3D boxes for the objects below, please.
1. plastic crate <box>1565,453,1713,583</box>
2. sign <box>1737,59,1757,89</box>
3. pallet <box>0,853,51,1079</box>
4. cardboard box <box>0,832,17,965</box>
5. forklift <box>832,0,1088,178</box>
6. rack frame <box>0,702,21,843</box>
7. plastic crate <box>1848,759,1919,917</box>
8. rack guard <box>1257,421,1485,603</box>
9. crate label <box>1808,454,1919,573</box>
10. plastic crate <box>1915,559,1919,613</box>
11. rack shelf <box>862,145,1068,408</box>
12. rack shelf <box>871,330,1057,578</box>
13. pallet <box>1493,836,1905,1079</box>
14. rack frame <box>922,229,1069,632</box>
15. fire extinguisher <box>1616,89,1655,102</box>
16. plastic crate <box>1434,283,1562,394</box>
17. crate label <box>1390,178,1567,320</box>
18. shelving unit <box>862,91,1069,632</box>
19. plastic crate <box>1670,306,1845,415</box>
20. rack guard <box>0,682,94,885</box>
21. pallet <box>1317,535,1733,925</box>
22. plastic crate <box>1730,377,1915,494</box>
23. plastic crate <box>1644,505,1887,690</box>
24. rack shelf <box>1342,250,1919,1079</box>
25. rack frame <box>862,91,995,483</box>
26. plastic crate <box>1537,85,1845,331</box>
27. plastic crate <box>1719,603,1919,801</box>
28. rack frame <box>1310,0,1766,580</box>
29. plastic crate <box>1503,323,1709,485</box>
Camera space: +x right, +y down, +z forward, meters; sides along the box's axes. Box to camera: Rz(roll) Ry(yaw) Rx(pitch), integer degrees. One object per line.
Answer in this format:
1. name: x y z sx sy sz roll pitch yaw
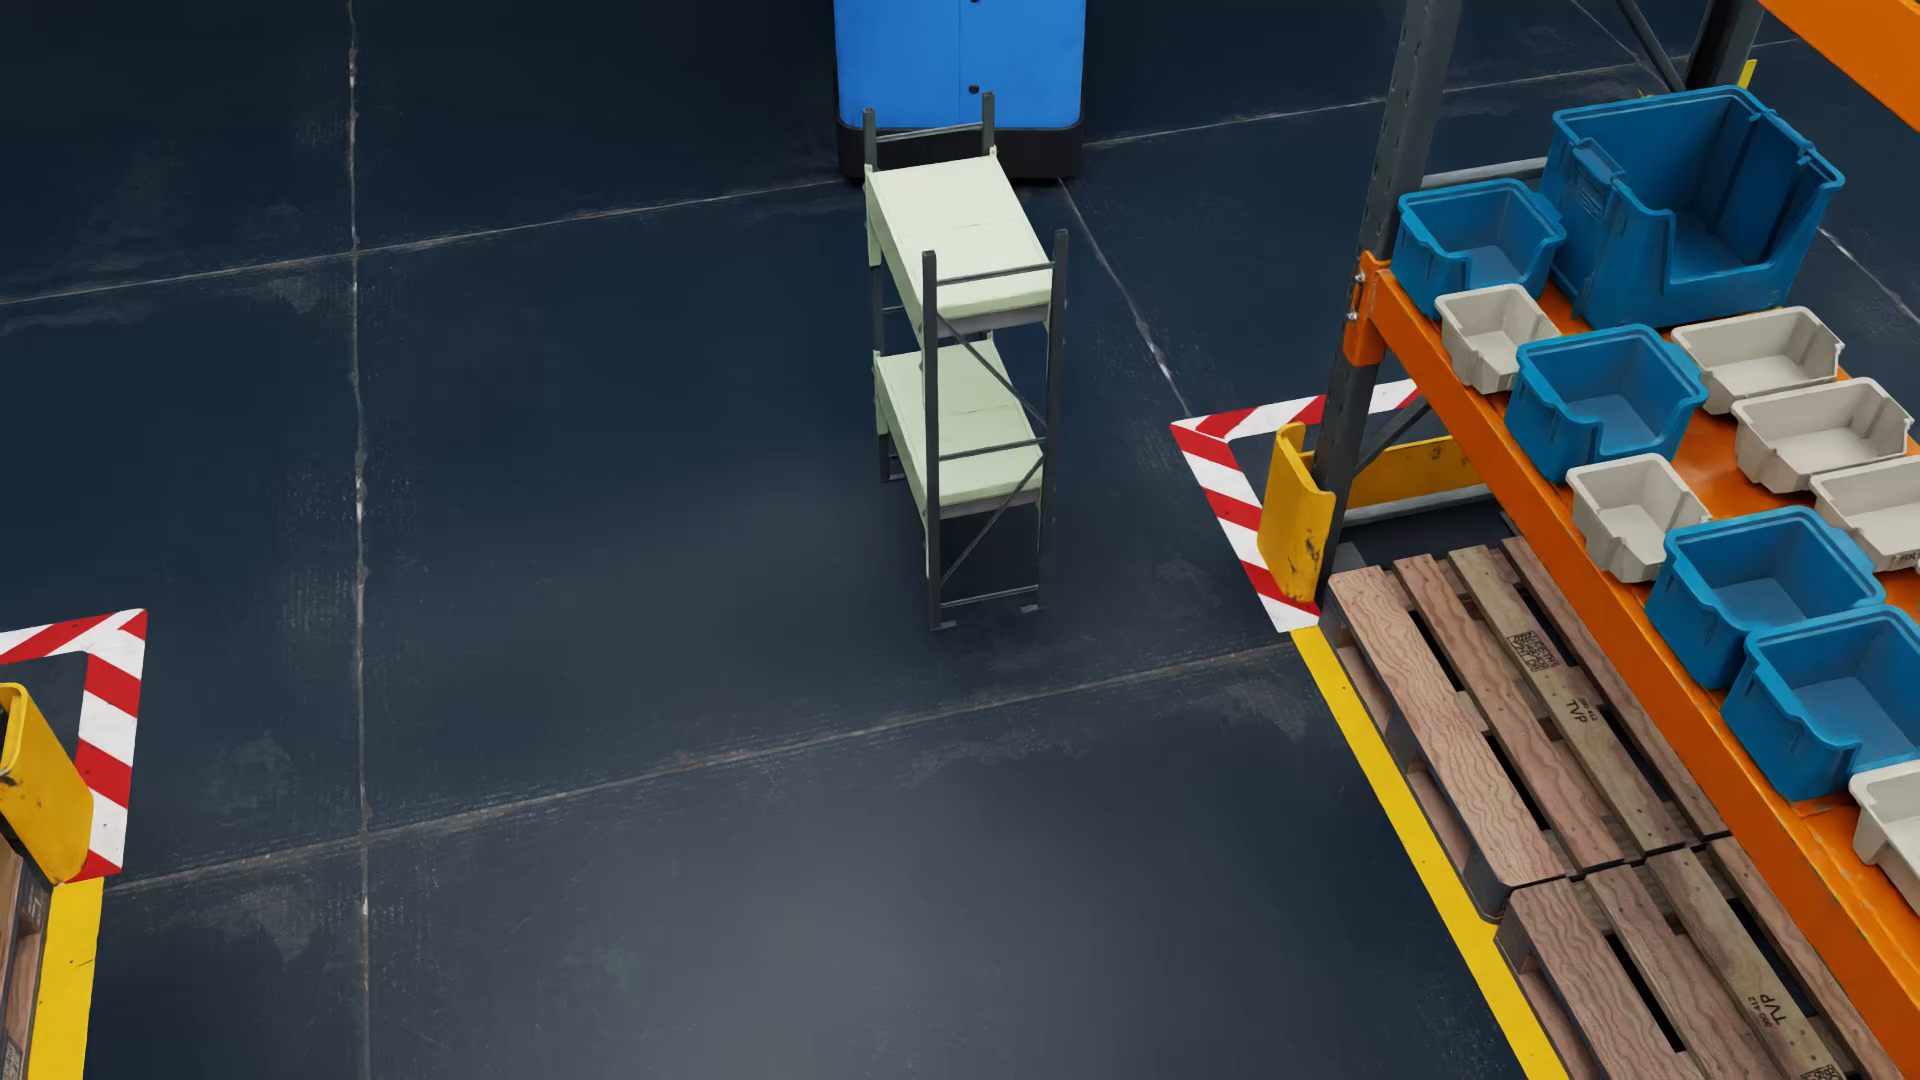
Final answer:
1. plastic crate: 1.557 -0.035 3.827 0.250 0.136 0.298 -11 47 -10
2. sign: 2.164 -1.211 4.722 0.100 0.325 0.005 -11 47 -10
3. pallet: -2.929 1.440 4.191 1.003 0.211 1.213 -11 47 -10
4. cardboard box: -2.776 0.913 4.197 0.500 0.500 0.500 -11 47 -10
5. forklift: 0.000 -3.619 7.244 1.130 2.935 3.031 0 46 0
6. rack frame: -3.153 -0.139 3.786 1.000 3.000 0.127 -11 47 -10
7. plastic crate: 1.924 0.644 3.161 0.293 0.136 0.466 -11 47 -10
8. rack guard: 1.618 -0.181 5.577 1.175 0.500 0.348 -11 47 -10
9. crate label: 2.175 -0.050 3.841 0.396 0.136 0.243 -11 47 -10
10. plastic crate: 2.269 0.151 3.644 0.298 0.136 0.250 -11 47 -10
11. rack shelf: 0.002 -0.793 4.931 0.431 0.370 0.720 -11 47 -10
12. rack shelf: 0.002 -0.292 5.443 0.431 0.370 0.720 -11 47 -10
13. pallet: 2.119 1.351 4.278 1.003 0.211 1.213 -11 47 -10
14. rack frame: 0.095 -0.268 4.962 0.400 1.500 0.023 -11 47 -10
15. fire extinguisher: 2.037 -1.071 5.015 0.296 0.674 0.183 -11 47 -10
16. plastic crate: 1.383 -0.503 4.285 0.250 0.136 0.298 -11 47 -10
17. crate label: 1.381 -0.773 4.483 0.416 0.233 0.303 -11 47 -10
18. shelving unit: 0.002 -0.520 5.210 0.431 1.500 0.755 -11 47 -10
19. plastic crate: 2.020 -0.440 4.224 0.396 0.136 0.243 -11 47 -10
20. rack guard: -3.134 0.789 4.627 1.175 0.500 0.348 -11 47 -10
21. pallet: 1.810 0.511 5.102 1.003 0.211 1.213 -11 47 -10
22. plastic crate: 2.080 -0.238 4.025 0.396 0.136 0.243 -11 47 -10
23. plastic crate: 1.718 0.136 3.592 0.416 0.233 0.300 -11 47 -10
24. rack shelf: 2.148 0.591 3.574 1.077 0.370 4.000 -11 47 -10
25. rack frame: -0.092 -0.773 5.457 0.400 1.500 0.023 -11 47 -10
26. plastic crate: 1.903 -0.878 4.443 0.616 0.435 0.499 -11 47 -10
27. plastic crate: 1.795 0.343 3.389 0.416 0.233 0.300 -11 47 -10
28. rack frame: 1.636 -1.042 4.671 1.000 3.000 0.127 -11 47 -10
29. plastic crate: 1.550 -0.319 4.038 0.416 0.233 0.300 -11 47 -10
